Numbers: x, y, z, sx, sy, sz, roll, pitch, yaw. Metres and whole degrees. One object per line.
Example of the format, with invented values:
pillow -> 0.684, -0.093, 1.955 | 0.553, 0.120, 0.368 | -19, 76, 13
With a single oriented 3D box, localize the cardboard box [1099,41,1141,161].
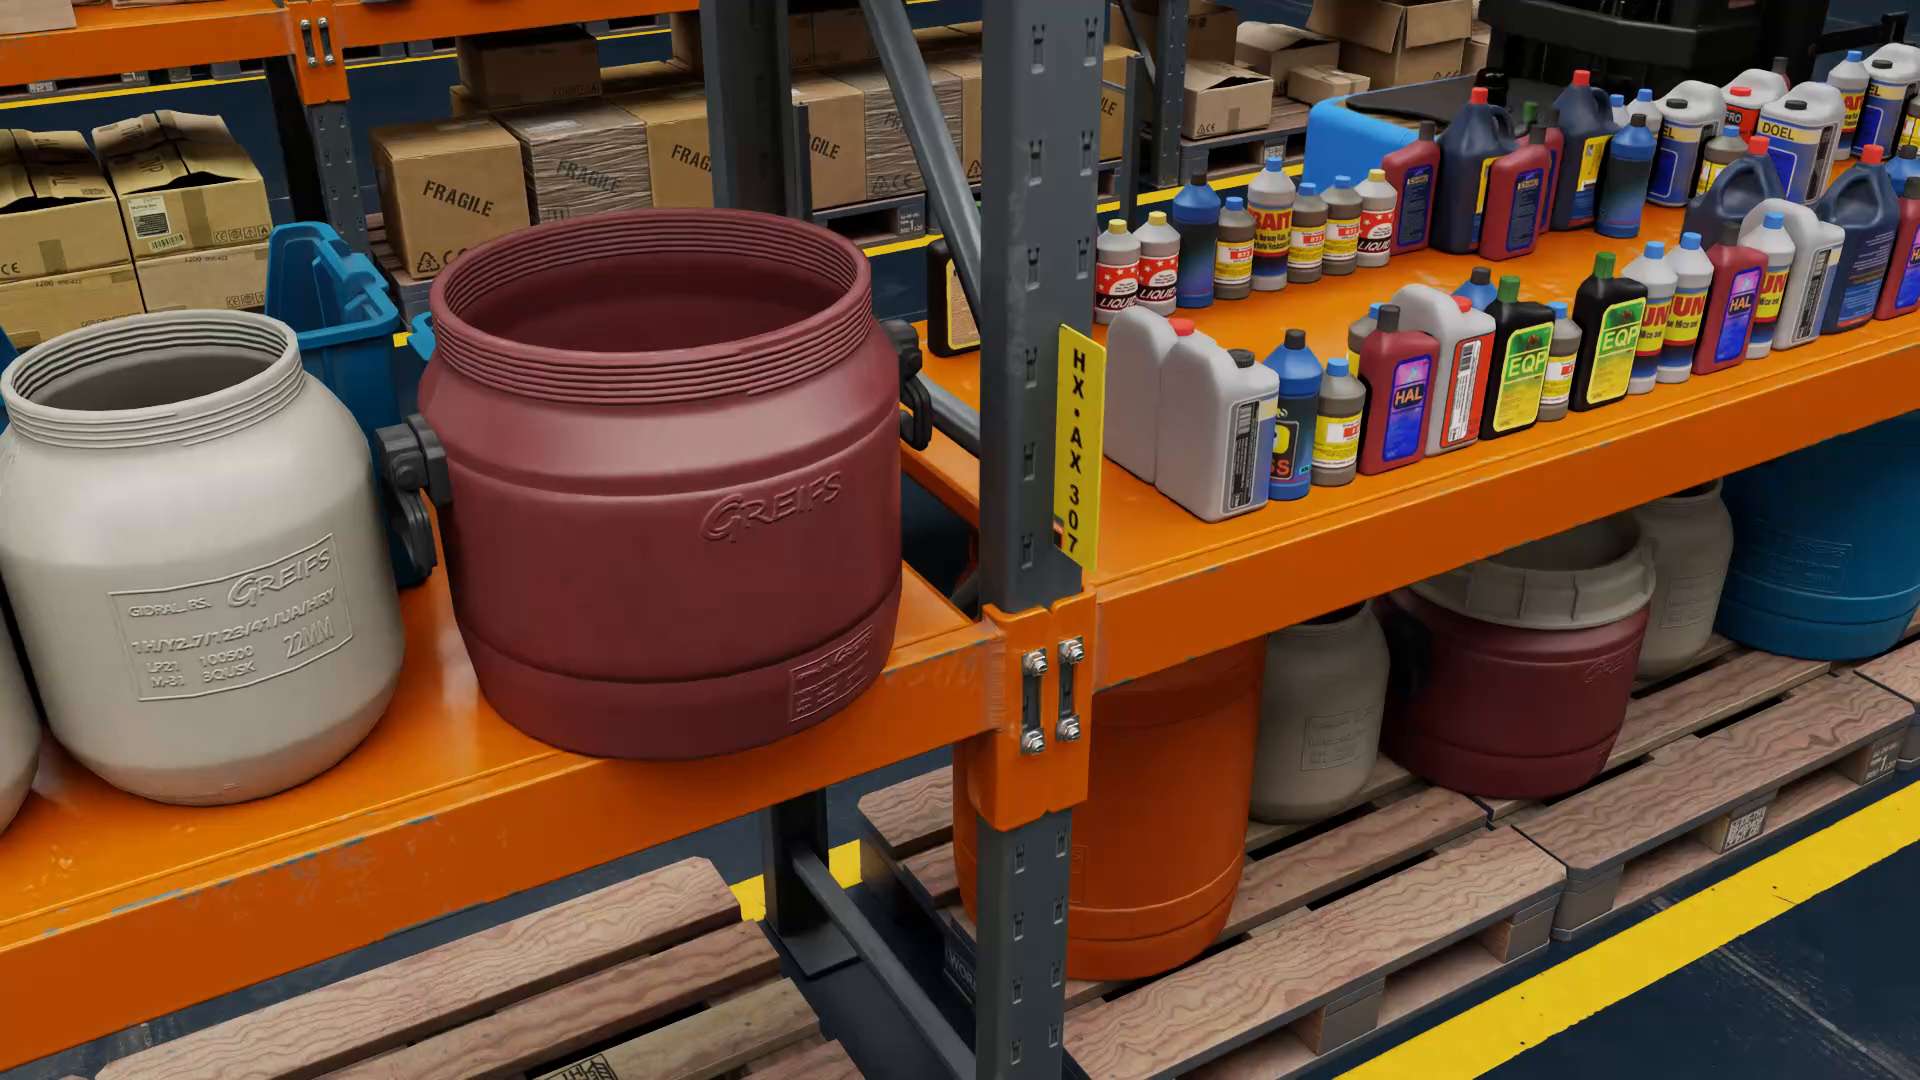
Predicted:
cardboard box -> 0.533, -2.174, 8.216 | 0.500, 0.500, 0.500 | -16, 33, -27

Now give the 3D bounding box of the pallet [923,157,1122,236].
pallet -> 0.131, -1.880, 8.438 | 1.213, 0.211, 1.003 | -16, 33, -26

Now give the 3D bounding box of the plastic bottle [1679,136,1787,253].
plastic bottle -> 1.550, -0.629, 3.337 | 0.185, 0.351, 0.144 | -16, 33, -26

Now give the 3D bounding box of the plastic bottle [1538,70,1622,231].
plastic bottle -> 1.422, -0.907, 3.839 | 0.185, 0.351, 0.144 | -16, 33, -26

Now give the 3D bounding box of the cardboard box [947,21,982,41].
cardboard box -> 0.273, -2.397, 8.621 | 0.500, 0.500, 0.500 | -17, 33, -29

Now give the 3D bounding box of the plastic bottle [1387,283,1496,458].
plastic bottle -> 0.807, -0.302, 2.822 | 0.135, 0.276, 0.152 | -16, 33, -26

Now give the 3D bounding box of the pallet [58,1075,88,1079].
pallet -> -1.867, 1.419, 2.461 | 1.213, 0.211, 1.003 | -16, 33, -26

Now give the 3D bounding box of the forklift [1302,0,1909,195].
forklift -> 2.738, -2.042, 5.916 | 3.031, 2.935, 1.130 | -16, 33, -26

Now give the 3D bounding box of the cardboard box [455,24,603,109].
cardboard box -> -1.902, -2.105, 7.316 | 0.500, 0.250, 0.500 | -15, 32, -24

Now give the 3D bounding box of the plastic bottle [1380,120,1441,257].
plastic bottle -> 0.989, -0.778, 3.675 | 0.133, 0.283, 0.061 | -16, 33, -26

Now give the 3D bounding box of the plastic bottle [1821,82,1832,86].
plastic bottle -> 2.214, -1.079, 4.307 | 0.097, 0.201, 0.097 | 0, 29, 0

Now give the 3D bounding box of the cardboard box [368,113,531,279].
cardboard box -> -2.098, -1.427, 6.863 | 0.500, 0.500, 0.500 | -14, 32, -24

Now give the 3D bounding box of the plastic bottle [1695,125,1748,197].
plastic bottle -> 1.808, -0.879, 3.944 | 0.097, 0.201, 0.097 | 0, 29, 0

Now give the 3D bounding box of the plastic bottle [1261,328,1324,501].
plastic bottle -> 0.521, -0.204, 2.649 | 0.097, 0.271, 0.097 | 0, 29, 0

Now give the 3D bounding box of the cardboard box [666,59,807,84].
cardboard box -> -1.052, -2.019, 7.936 | 0.500, 0.500, 0.500 | -17, 33, -28

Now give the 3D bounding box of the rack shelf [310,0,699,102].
rack shelf -> -0.911, -2.511, 7.440 | 4.000, 0.370, 1.077 | -16, 33, -26

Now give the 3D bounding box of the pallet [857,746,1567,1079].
pallet -> 0.529, 0.738, 3.694 | 1.213, 0.211, 1.003 | -16, 33, -26

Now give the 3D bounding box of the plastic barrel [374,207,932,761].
plastic barrel -> -0.376, -0.092, 2.171 | 0.708, 0.536, 0.600 | -16, 33, -26

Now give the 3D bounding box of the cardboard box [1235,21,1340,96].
cardboard box -> 1.807, -2.772, 9.497 | 0.500, 0.311, 0.500 | -16, 33, -26

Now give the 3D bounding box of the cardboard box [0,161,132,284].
cardboard box -> -3.407, -1.201, 6.153 | 0.500, 0.311, 0.500 | -16, 33, -27

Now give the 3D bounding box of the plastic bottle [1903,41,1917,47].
plastic bottle -> 2.498, -1.191, 4.436 | 0.097, 0.271, 0.097 | 0, 29, 0

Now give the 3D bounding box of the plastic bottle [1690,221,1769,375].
plastic bottle -> 1.427, -0.456, 3.093 | 0.133, 0.283, 0.061 | -16, 33, -26

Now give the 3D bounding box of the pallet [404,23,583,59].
pallet -> -3.380, -3.637, 11.621 | 1.213, 0.211, 1.003 | -16, 33, -26

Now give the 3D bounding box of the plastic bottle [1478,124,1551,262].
plastic bottle -> 1.221, -0.763, 3.649 | 0.133, 0.283, 0.061 | -16, 33, -26

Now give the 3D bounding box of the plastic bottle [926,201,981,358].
plastic bottle -> 0.003, -0.498, 3.168 | 0.133, 0.283, 0.061 | -16, 33, -26

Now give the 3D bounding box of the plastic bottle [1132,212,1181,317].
plastic bottle -> 0.395, -0.563, 3.371 | 0.097, 0.201, 0.097 | 0, 29, 0

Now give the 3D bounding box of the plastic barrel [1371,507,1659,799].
plastic barrel -> 1.258, 0.196, 3.851 | 0.708, 0.588, 0.600 | -16, 33, -26

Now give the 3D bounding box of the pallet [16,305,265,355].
pallet -> -3.365, -0.930, 6.718 | 1.213, 0.211, 1.003 | -16, 33, -26

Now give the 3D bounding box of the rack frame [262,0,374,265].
rack frame -> -2.635, -2.337, 6.380 | 0.127, 3.000, 1.000 | -16, 33, -26

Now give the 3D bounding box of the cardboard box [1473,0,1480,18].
cardboard box -> 3.218, -3.146, 10.237 | 0.500, 0.250, 0.500 | -16, 33, -26

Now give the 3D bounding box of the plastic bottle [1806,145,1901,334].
plastic bottle -> 1.743, -0.599, 3.282 | 0.185, 0.351, 0.144 | -16, 33, -26

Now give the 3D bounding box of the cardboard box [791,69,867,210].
cardboard box -> -0.767, -1.808, 7.554 | 0.500, 0.500, 0.500 | -17, 33, -28

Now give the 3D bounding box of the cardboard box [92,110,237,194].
cardboard box -> -3.236, -1.556, 6.796 | 0.500, 0.311, 0.500 | -15, 32, -25

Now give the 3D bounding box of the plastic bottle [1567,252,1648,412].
plastic bottle -> 1.144, -0.376, 2.947 | 0.133, 0.283, 0.061 | -16, 33, -26

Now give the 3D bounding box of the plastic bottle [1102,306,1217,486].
plastic bottle -> 0.331, -0.253, 2.732 | 0.135, 0.276, 0.152 | -16, 33, -26

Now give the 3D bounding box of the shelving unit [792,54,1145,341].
shelving unit -> -0.066, -0.638, 4.854 | 1.083, 1.500, 0.587 | -16, 33, -26

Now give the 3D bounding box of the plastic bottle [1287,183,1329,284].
plastic bottle -> 0.731, -0.658, 3.544 | 0.097, 0.201, 0.097 | 0, 29, 0

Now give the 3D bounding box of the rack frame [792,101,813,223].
rack frame -> -0.512, -0.511, 4.624 | 0.032, 1.500, 0.500 | -16, 33, -26

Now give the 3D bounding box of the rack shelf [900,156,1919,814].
rack shelf -> 1.595, -0.447, 3.700 | 4.000, 0.370, 1.077 | -16, 33, -26

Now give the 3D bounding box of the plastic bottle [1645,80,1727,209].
plastic bottle -> 1.729, -0.959, 4.012 | 0.135, 0.276, 0.152 | -16, 33, -26

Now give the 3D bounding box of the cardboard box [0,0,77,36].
cardboard box -> -3.271, -1.891, 5.833 | 0.250, 0.149, 0.380 | -16, 33, -26

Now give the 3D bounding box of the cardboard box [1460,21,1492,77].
cardboard box -> 3.084, -2.828, 9.660 | 0.500, 0.250, 0.500 | -16, 33, -26
